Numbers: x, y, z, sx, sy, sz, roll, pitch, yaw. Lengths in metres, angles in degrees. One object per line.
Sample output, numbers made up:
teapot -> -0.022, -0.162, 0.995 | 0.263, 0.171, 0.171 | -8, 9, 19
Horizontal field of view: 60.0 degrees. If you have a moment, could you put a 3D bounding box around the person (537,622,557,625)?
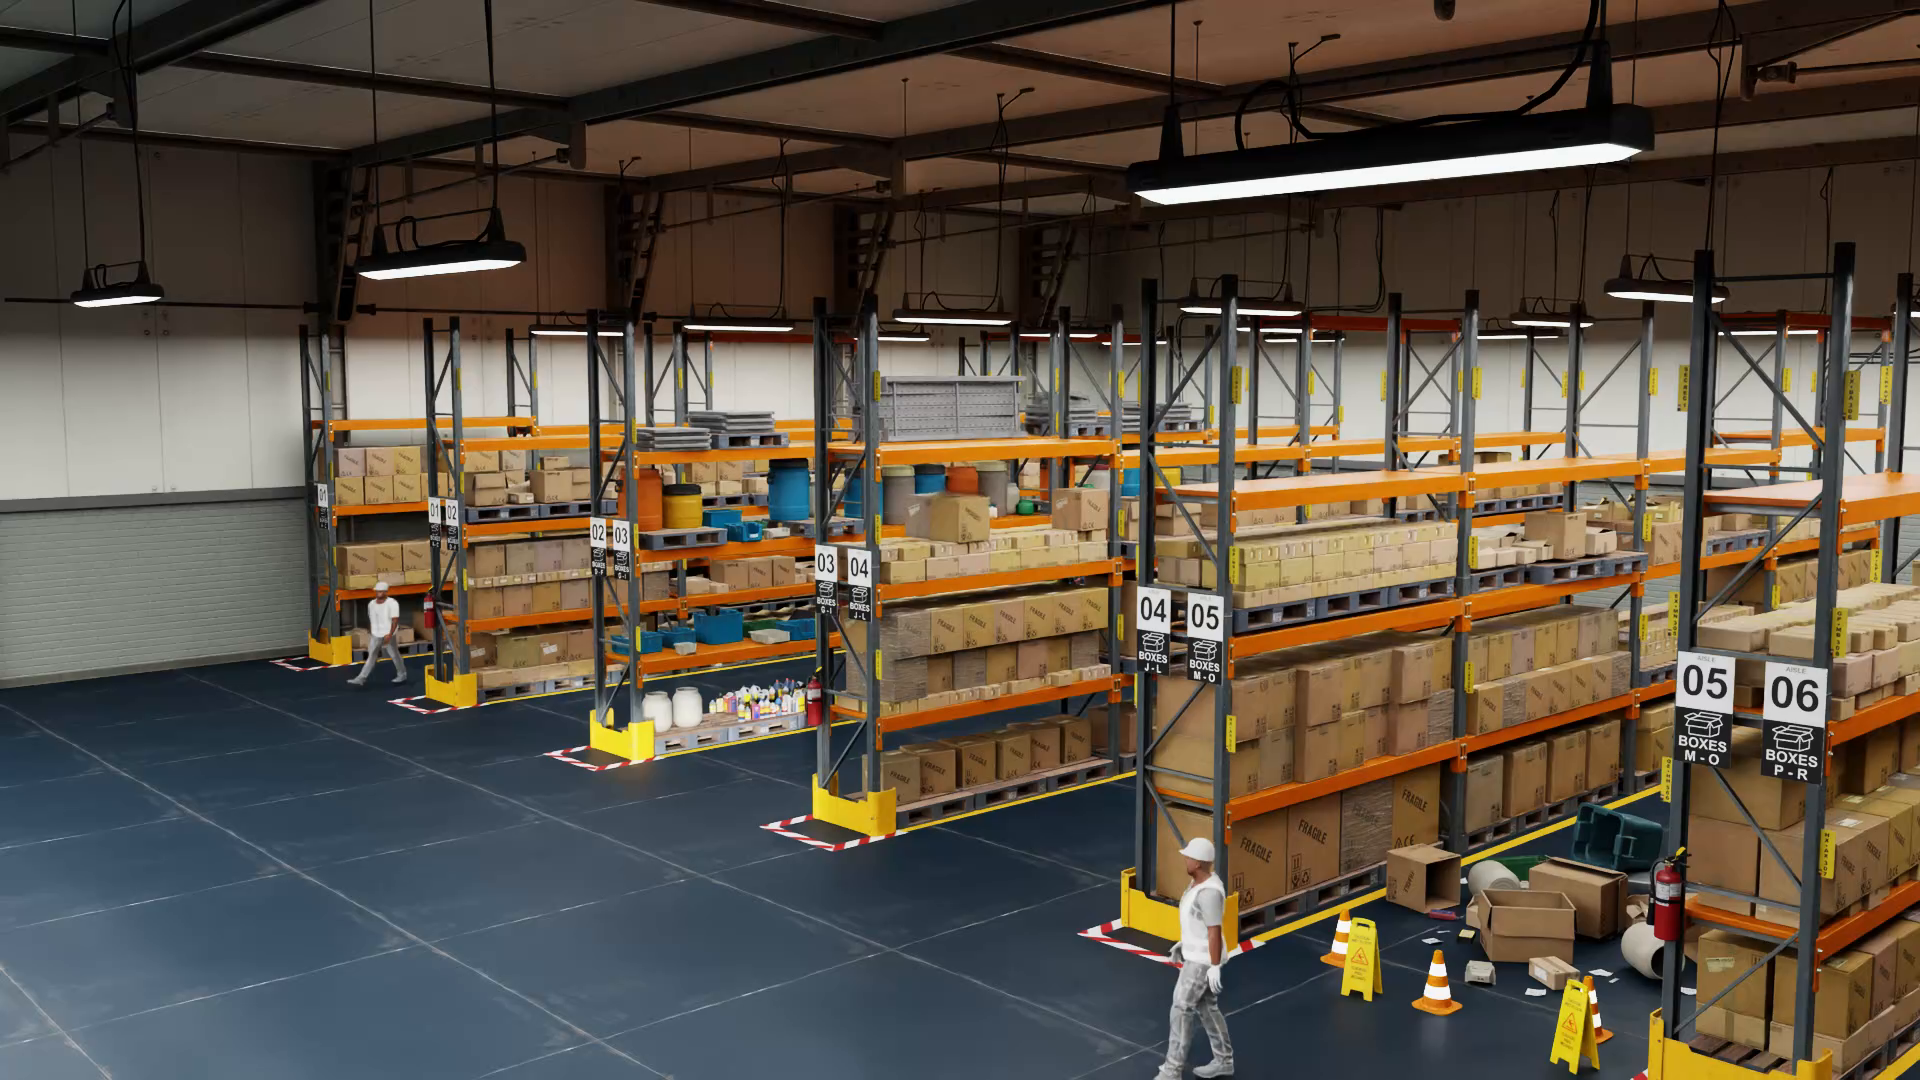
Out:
person -> -7.512, 1.381, 30.513 | 0.411, 1.365, 1.065 | 2, 6, 22

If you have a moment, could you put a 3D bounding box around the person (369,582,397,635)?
person -> -9.466, 1.119, 27.252 | 0.447, 0.872, 0.357 | 2, 6, 18

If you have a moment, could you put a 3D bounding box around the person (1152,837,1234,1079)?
person -> 1.671, 3.061, 12.103 | 0.675, 1.787, 0.585 | 1, 6, 8
